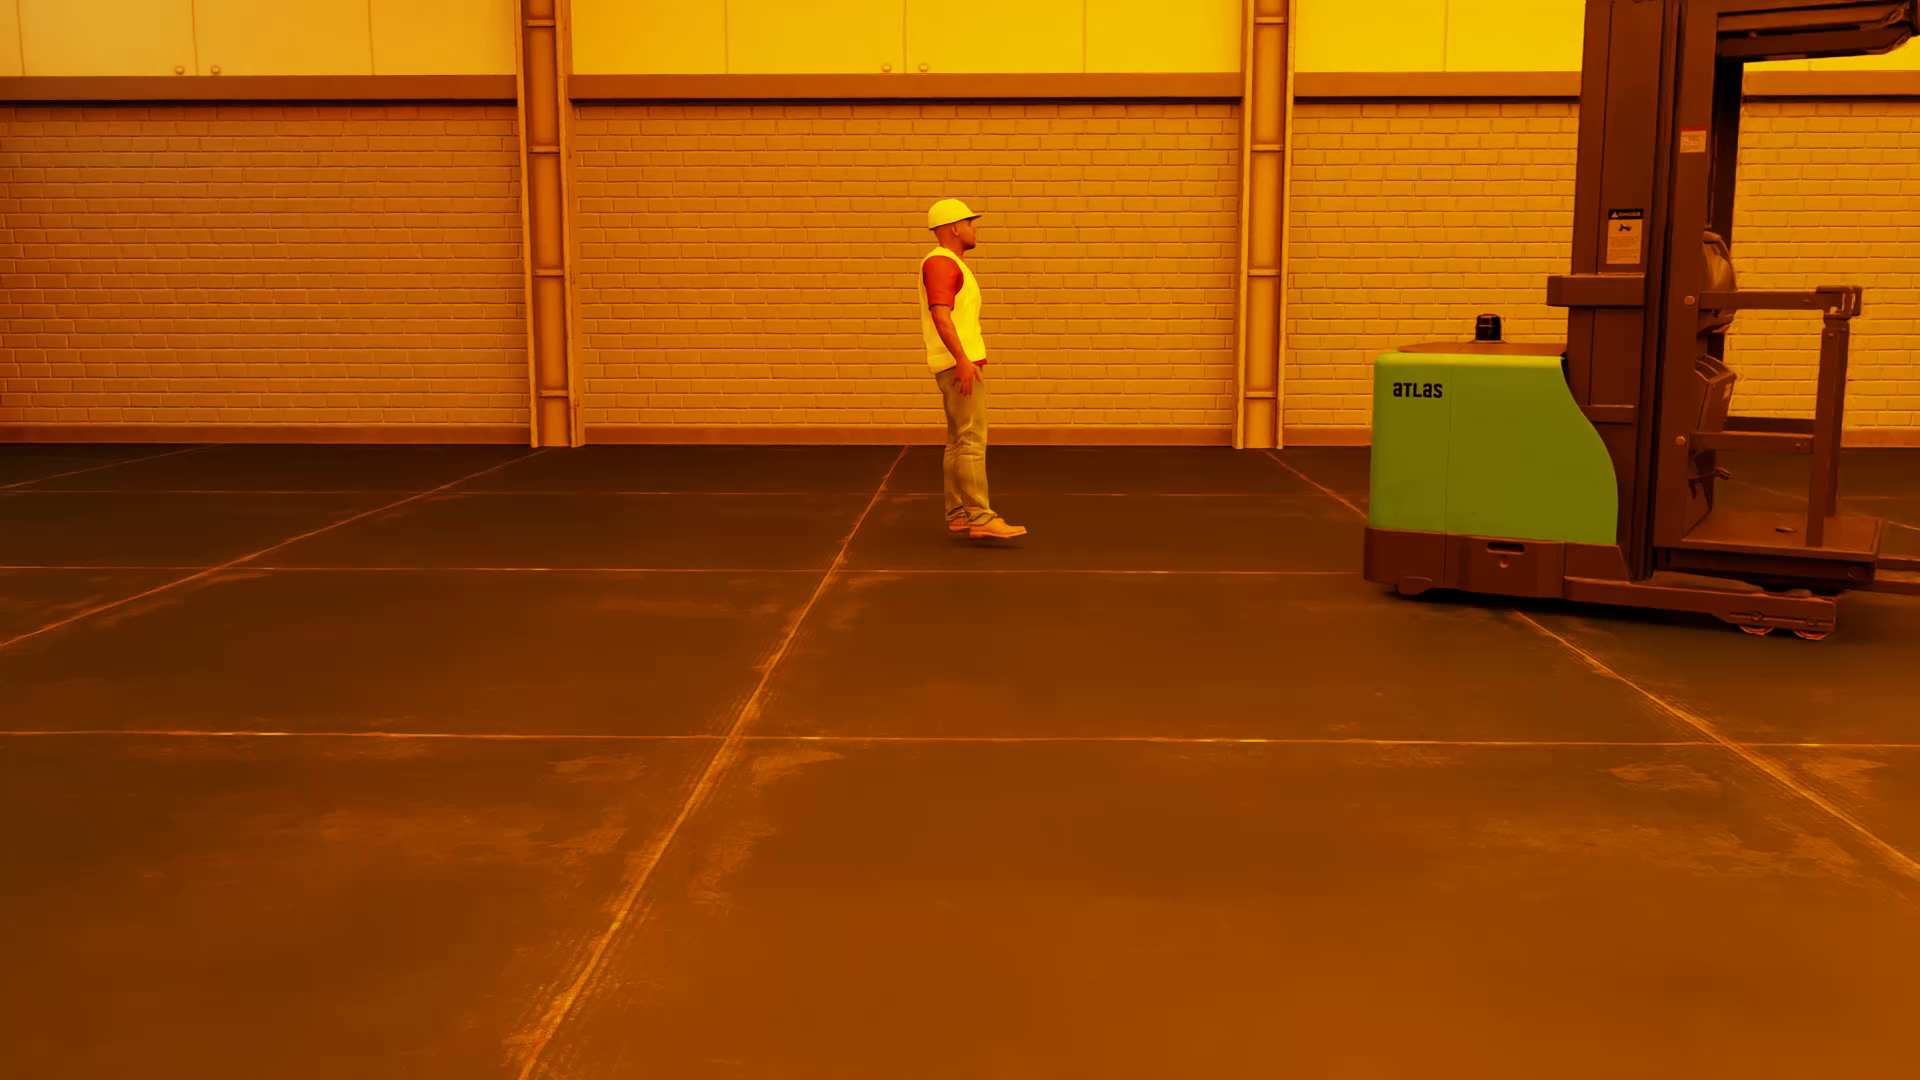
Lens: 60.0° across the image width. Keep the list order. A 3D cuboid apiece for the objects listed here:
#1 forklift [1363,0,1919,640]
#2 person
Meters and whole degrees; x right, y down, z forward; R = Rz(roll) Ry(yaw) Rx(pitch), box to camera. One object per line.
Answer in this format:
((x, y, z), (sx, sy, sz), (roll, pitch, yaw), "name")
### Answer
((3.326, -1.151, 6.829), (3.031, 2.935, 1.130), (5, 10, 30), "forklift")
((0.070, -0.916, 8.854), (0.574, 1.761, 0.665), (0, 9, 1), "person")
